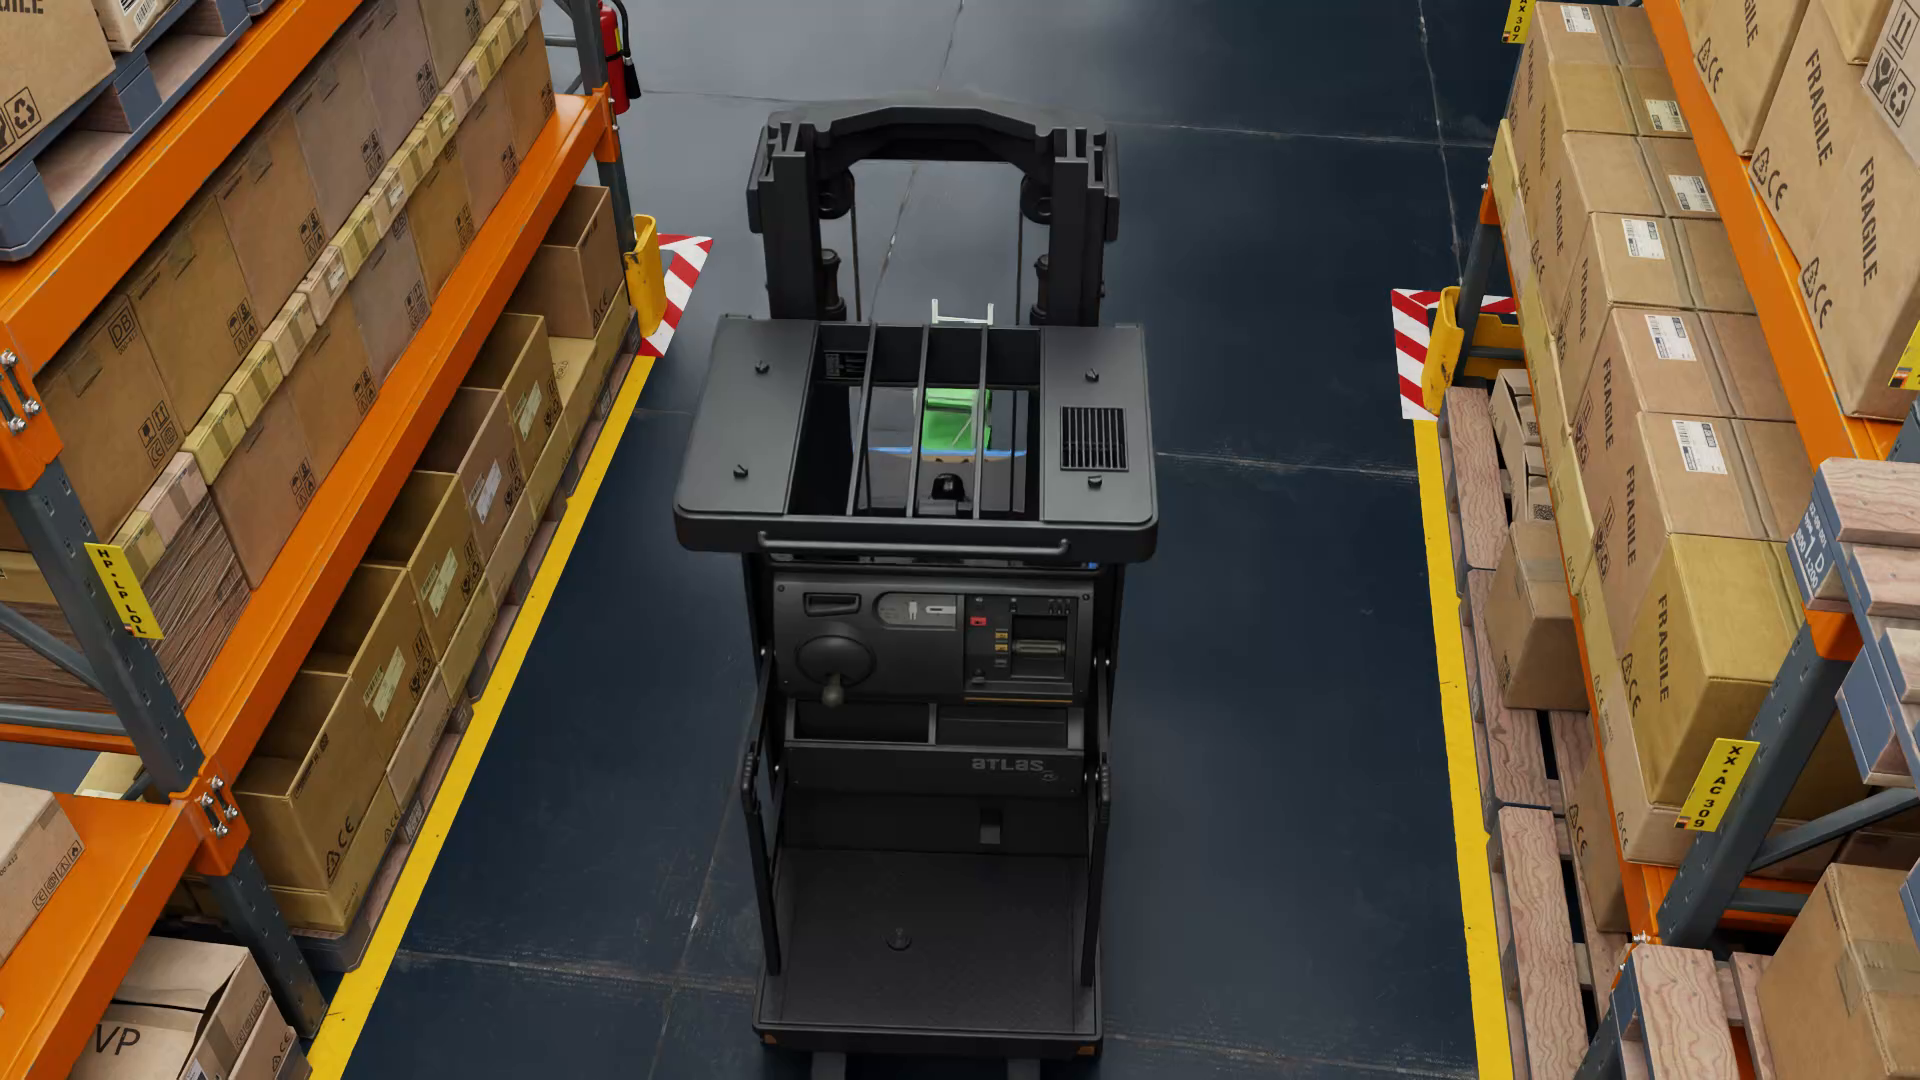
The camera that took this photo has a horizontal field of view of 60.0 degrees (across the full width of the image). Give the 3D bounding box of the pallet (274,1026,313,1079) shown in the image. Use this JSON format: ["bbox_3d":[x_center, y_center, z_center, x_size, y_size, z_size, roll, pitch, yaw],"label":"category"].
[{"bbox_3d":[-2.683,1.998,4.987,1.003,0.211,1.213,5,44,6],"label":"pallet"}]

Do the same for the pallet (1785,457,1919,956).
[{"bbox_3d":[2.100,0.317,2.688,1.213,0.211,1.003,5,44,6],"label":"pallet"}]

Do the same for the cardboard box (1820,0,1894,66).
[{"bbox_3d":[2.147,-1.311,3.457,0.500,0.500,0.500,7,44,8],"label":"cardboard box"}]

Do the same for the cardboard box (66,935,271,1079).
[{"bbox_3d":[-2.393,1.424,4.851,0.500,0.311,0.500,5,44,6],"label":"cardboard box"}]

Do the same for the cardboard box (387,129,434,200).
[{"bbox_3d":[-2.127,-1.358,5.958,0.380,0.149,0.250,6,44,7],"label":"cardboard box"}]

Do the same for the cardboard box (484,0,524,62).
[{"bbox_3d":[-1.990,-2.062,6.702,0.380,0.149,0.250,6,44,7],"label":"cardboard box"}]

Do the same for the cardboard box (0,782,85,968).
[{"bbox_3d":[-2.646,0.873,4.255,0.500,0.250,0.500,8,44,8],"label":"cardboard box"}]

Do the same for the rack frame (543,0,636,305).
[{"bbox_3d":[-2.095,-2.247,7.441,1.000,3.000,0.127,5,44,6],"label":"rack frame"}]

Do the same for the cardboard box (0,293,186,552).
[{"bbox_3d":[-2.572,-0.331,4.402,0.700,0.500,0.500,5,44,6],"label":"cardboard box"}]

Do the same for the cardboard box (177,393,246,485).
[{"bbox_3d":[-2.331,-0.305,4.846,0.380,0.149,0.250,4,44,4],"label":"cardboard box"}]

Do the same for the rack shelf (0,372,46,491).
[{"bbox_3d":[-2.888,1.014,2.339,1.077,0.370,4.000,5,44,6],"label":"rack shelf"}]

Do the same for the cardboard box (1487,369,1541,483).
[{"bbox_3d":[2.635,-0.519,7.252,0.500,0.311,0.500,1,43,1],"label":"cardboard box"}]

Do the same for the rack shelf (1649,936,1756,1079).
[{"bbox_3d":[2.022,2.551,2.897,1.077,0.370,4.000,5,44,6],"label":"rack shelf"}]

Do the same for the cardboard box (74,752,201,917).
[{"bbox_3d":[-2.779,0.989,5.718,0.500,0.250,0.500,5,44,6],"label":"cardboard box"}]

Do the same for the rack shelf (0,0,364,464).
[{"bbox_3d":[-2.360,-1.712,5.218,1.077,0.370,4.000,5,44,6],"label":"rack shelf"}]

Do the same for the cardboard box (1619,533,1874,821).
[{"bbox_3d":[2.043,0.352,4.246,0.500,0.500,0.500,5,44,5],"label":"cardboard box"}]

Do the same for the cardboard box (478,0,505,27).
[{"bbox_3d":[-2.177,-2.401,6.588,0.700,0.500,0.500,5,44,6],"label":"cardboard box"}]

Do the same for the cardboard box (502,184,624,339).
[{"bbox_3d":[-1.871,-1.281,7.570,0.500,0.500,0.500,5,44,6],"label":"cardboard box"}]

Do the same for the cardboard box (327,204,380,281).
[{"bbox_3d":[-2.195,-1.014,5.595,0.380,0.149,0.250,5,44,5],"label":"cardboard box"}]

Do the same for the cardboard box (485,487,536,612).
[{"bbox_3d":[-2.060,0.015,6.747,0.500,0.250,0.500,5,44,6],"label":"cardboard box"}]

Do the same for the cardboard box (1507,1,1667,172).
[{"bbox_3d":[2.454,-1.726,6.440,0.500,0.500,0.500,5,44,6],"label":"cardboard box"}]

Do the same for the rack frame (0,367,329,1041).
[{"bbox_3d":[-2.624,0.479,4.562,1.000,3.000,0.127,5,44,6],"label":"rack frame"}]

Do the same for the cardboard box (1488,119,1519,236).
[{"bbox_3d":[2.436,-1.448,6.692,0.500,0.250,0.500,4,44,4],"label":"cardboard box"}]

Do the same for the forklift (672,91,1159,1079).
[{"bbox_3d":[-0.085,0.391,4.706,1.130,2.935,3.031,2,43,2],"label":"forklift"}]

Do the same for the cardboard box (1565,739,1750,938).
[{"bbox_3d":[2.384,0.964,5.548,0.500,0.500,0.500,2,43,2],"label":"cardboard box"}]

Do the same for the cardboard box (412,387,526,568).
[{"bbox_3d":[-2.056,-0.257,6.489,0.500,0.500,0.500,5,44,6],"label":"cardboard box"}]

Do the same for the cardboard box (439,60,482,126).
[{"bbox_3d":[-2.059,-1.717,6.337,0.380,0.149,0.250,6,44,6],"label":"cardboard box"}]

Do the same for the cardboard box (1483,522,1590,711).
[{"bbox_3d":[2.413,0.296,6.254,0.700,0.500,0.500,3,44,3],"label":"cardboard box"}]

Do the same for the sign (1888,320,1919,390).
[{"bbox_3d":[1.748,-0.394,2.927,0.100,0.325,0.005,5,44,6],"label":"sign"}]

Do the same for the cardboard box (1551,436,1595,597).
[{"bbox_3d":[2.174,-0.059,5.225,0.500,0.250,0.500,5,44,5],"label":"cardboard box"}]

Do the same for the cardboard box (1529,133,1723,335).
[{"bbox_3d":[2.305,-1.039,5.714,0.500,0.500,0.500,4,44,4],"label":"cardboard box"}]

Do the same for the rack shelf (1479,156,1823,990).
[{"bbox_3d":[2.551,-0.175,5.776,1.077,0.370,4.000,5,44,6],"label":"rack shelf"}]

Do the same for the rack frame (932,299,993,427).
[{"bbox_3d":[0.010,-0.489,6.894,0.240,1.200,0.015,5,44,6],"label":"rack frame"}]

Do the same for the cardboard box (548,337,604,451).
[{"bbox_3d":[-1.927,-0.667,7.467,0.500,0.250,0.500,5,44,6],"label":"cardboard box"}]

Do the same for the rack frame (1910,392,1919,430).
[{"bbox_3d":[2.287,-1.251,2.027,1.000,3.000,0.127,5,44,6],"label":"rack frame"}]

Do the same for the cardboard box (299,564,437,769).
[{"bbox_3d":[-2.194,0.424,5.770,0.500,0.500,0.500,5,44,6],"label":"cardboard box"}]

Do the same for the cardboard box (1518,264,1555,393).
[{"bbox_3d":[2.309,-0.746,5.951,0.500,0.250,0.500,5,44,5],"label":"cardboard box"}]

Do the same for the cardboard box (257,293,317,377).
[{"bbox_3d":[-2.263,-0.654,5.215,0.380,0.149,0.250,4,44,4],"label":"cardboard box"}]

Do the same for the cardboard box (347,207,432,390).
[{"bbox_3d":[-2.372,-0.911,5.957,0.700,0.500,0.500,6,44,7],"label":"cardboard box"}]

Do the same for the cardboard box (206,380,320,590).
[{"bbox_3d":[-2.508,-0.220,5.228,0.700,0.500,0.500,5,44,5],"label":"cardboard box"}]

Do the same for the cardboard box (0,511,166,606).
[{"bbox_3d":[-2.396,0.042,4.480,0.380,0.149,0.250,5,44,5],"label":"cardboard box"}]

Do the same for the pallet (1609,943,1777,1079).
[{"bbox_3d":[2.041,1.504,3.619,1.003,0.211,1.213,5,44,6],"label":"pallet"}]

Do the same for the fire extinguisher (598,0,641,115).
[{"bbox_3d":[-1.619,-2.257,7.508,0.296,0.674,0.183,5,44,6],"label":"fire extinguisher"}]

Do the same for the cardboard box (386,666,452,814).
[{"bbox_3d":[-2.191,0.697,6.027,0.500,0.250,0.500,5,44,6],"label":"cardboard box"}]

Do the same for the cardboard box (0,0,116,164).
[{"bbox_3d":[-2.296,-1.169,3.641,0.500,0.500,0.500,9,44,9],"label":"cardboard box"}]

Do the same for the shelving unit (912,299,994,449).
[{"bbox_3d":[-0.022,-0.323,6.718,0.258,1.200,0.503,5,44,6],"label":"shelving unit"}]

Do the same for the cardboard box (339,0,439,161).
[{"bbox_3d":[-2.307,-1.699,5.846,0.700,0.500,0.500,5,44,6],"label":"cardboard box"}]

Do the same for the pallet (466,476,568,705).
[{"bbox_3d":[-2.319,0.120,6.970,1.003,0.211,1.213,5,44,6],"label":"pallet"}]

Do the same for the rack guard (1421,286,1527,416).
[{"bbox_3d":[2.805,-0.840,7.773,1.175,0.500,0.348,5,44,6],"label":"rack guard"}]

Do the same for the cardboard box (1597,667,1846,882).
[{"bbox_3d":[2.049,0.624,4.504,0.500,0.250,0.500,5,44,6],"label":"cardboard box"}]

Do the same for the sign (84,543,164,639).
[{"bbox_3d":[-2.085,0.130,4.146,0.100,0.325,0.005,5,44,6],"label":"sign"}]

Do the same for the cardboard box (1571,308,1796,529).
[{"bbox_3d":[2.180,-0.331,4.967,0.500,0.500,0.500,4,44,4],"label":"cardboard box"}]

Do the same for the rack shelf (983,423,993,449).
[{"bbox_3d":[-0.022,-0.276,6.762,0.258,0.148,0.480,5,44,6],"label":"rack shelf"}]

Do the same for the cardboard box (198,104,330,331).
[{"bbox_3d":[-2.439,-1.017,5.126,0.700,0.500,0.500,5,44,5],"label":"cardboard box"}]

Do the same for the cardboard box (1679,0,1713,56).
[{"bbox_3d":[2.303,-1.643,4.534,0.500,0.500,0.500,8,44,8],"label":"cardboard box"}]

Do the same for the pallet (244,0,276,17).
[{"bbox_3d":[-2.373,-1.990,5.053,1.003,0.211,1.213,5,44,6],"label":"pallet"}]

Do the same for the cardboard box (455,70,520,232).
[{"bbox_3d":[-2.234,-1.608,6.694,0.700,0.500,0.500,6,44,7],"label":"cardboard box"}]

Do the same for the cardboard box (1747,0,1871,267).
[{"bbox_3d":[2.188,-0.916,3.767,0.500,0.500,0.500,2,43,2],"label":"cardboard box"}]
